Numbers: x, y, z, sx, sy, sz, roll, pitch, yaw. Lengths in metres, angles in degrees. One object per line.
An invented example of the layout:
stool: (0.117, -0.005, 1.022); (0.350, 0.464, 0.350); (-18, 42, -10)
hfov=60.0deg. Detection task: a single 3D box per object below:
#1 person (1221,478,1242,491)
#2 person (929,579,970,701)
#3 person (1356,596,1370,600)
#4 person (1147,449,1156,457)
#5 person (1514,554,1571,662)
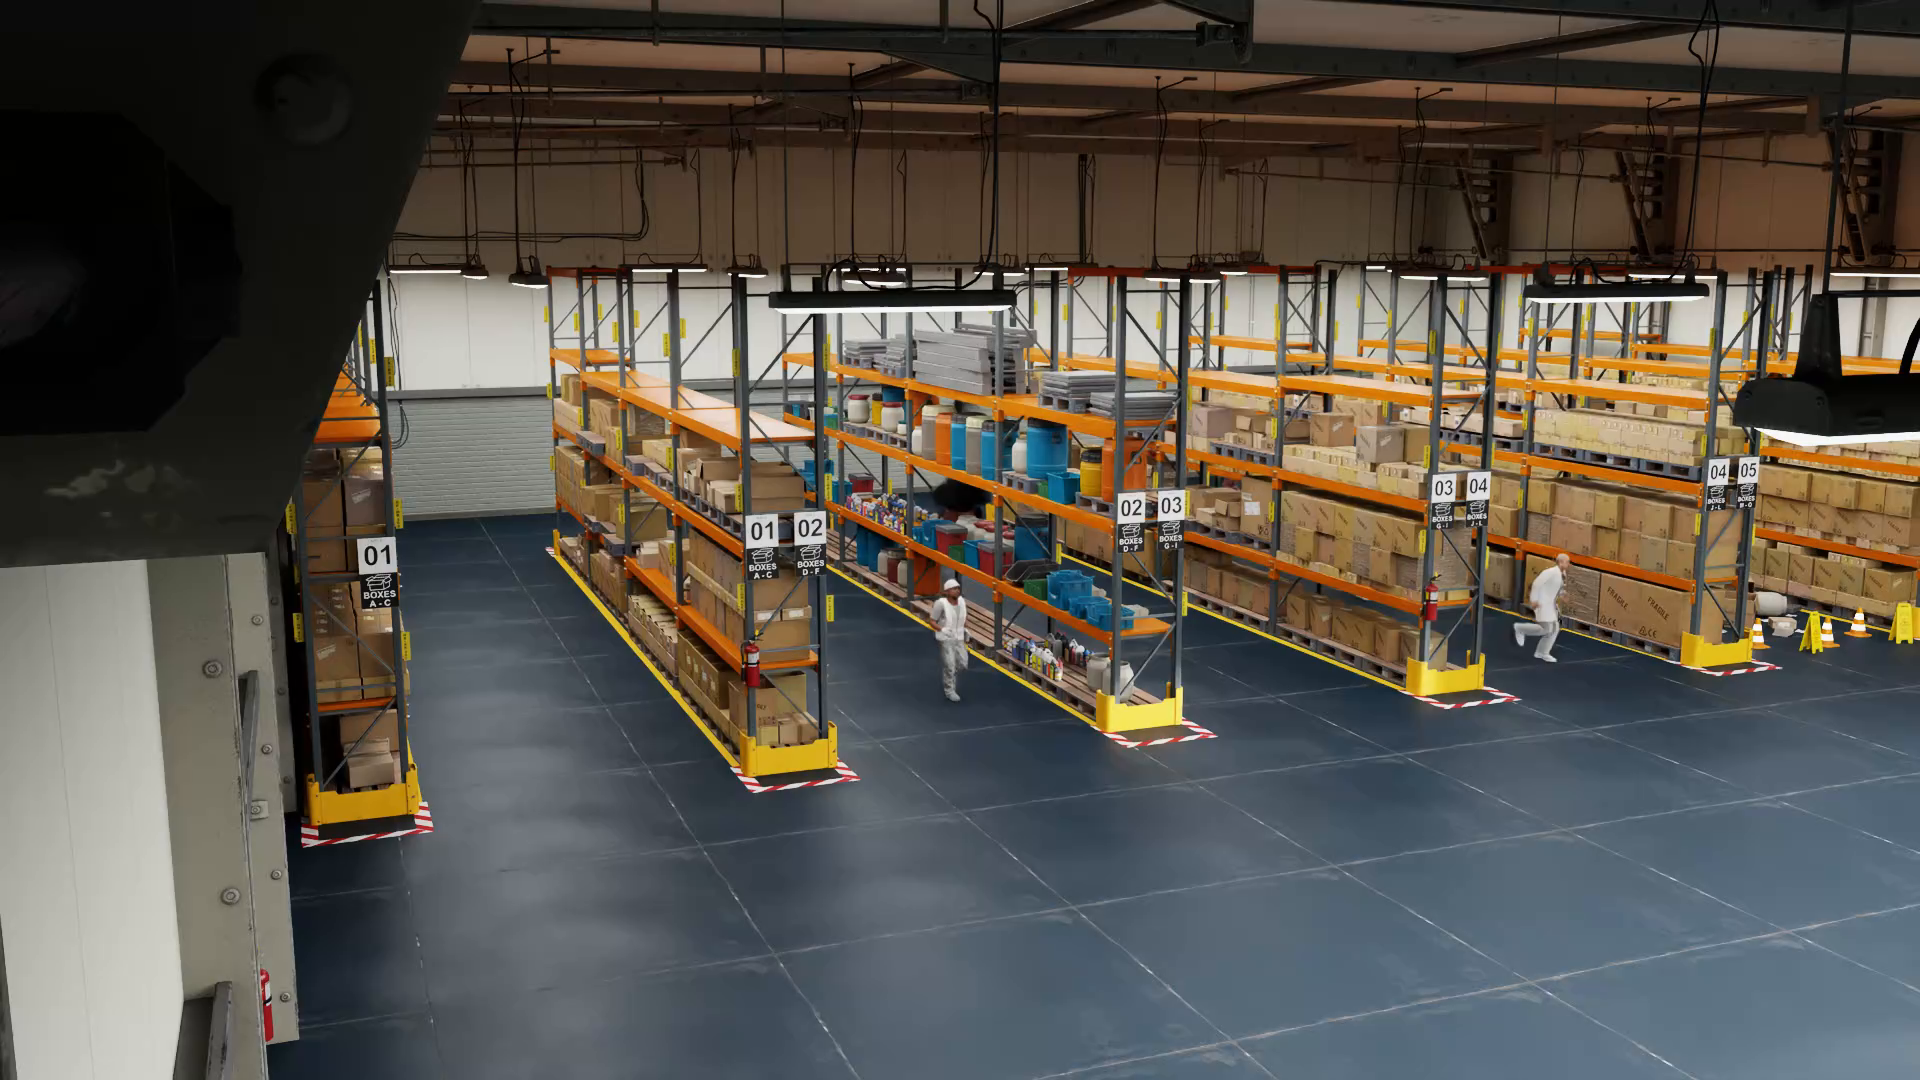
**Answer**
person: (6.816, -1.627, 41.307); (0.816, 1.674, 0.615); (5, 11, 28)
person: (-0.136, 1.411, 23.550); (0.658, 1.746, 0.633); (-7, 12, -34)
person: (7.350, 0.252, 30.519); (0.585, 1.647, 0.605); (-5, 11, -27)
person: (4.715, -1.523, 40.584); (0.657, 1.773, 0.848); (5, 11, 26)
person: (9.088, 1.027, 25.963); (0.812, 1.718, 0.706); (7, 12, 36)
